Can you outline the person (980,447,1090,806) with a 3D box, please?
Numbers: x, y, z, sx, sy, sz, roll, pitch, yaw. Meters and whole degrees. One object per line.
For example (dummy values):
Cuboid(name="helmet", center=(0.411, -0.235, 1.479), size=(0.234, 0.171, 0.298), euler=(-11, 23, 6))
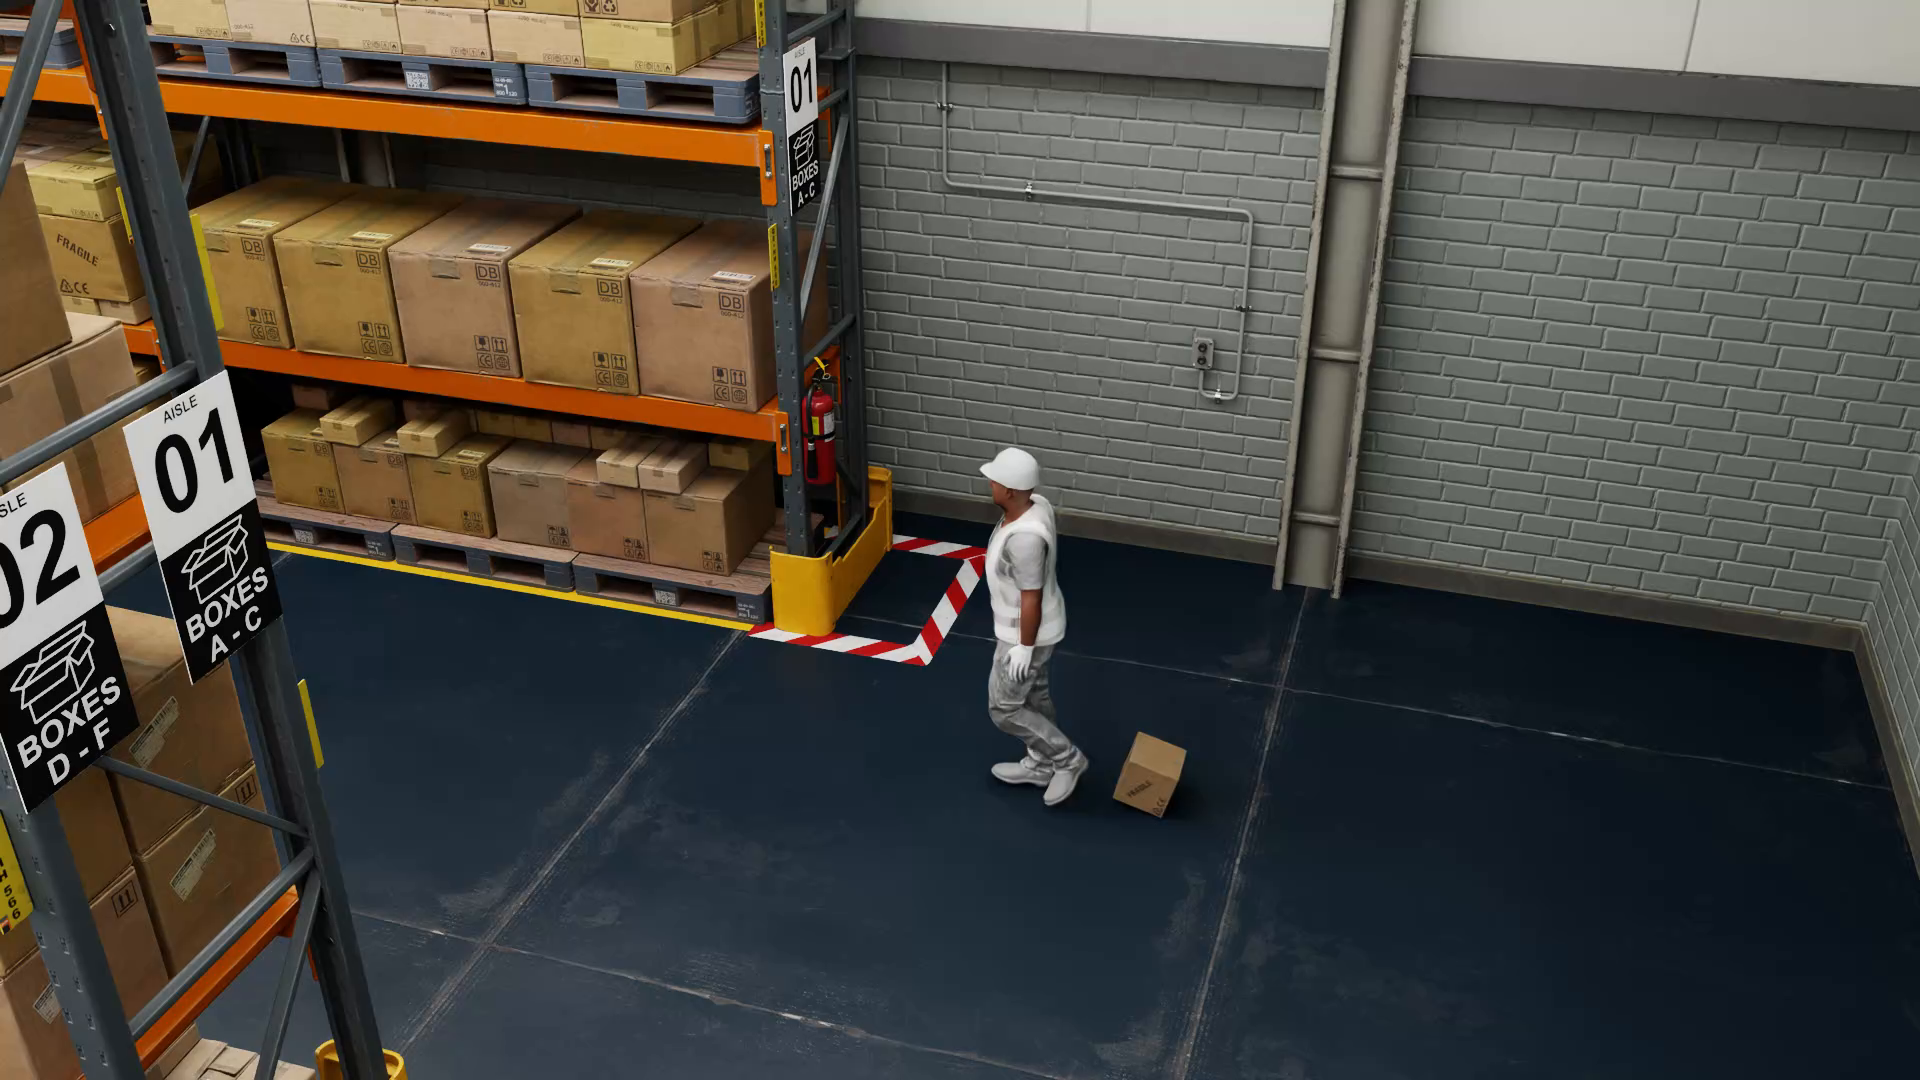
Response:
Cuboid(name="person", center=(0.357, 0.407, 7.734), size=(0.555, 1.780, 0.586), euler=(3, 29, 6))
